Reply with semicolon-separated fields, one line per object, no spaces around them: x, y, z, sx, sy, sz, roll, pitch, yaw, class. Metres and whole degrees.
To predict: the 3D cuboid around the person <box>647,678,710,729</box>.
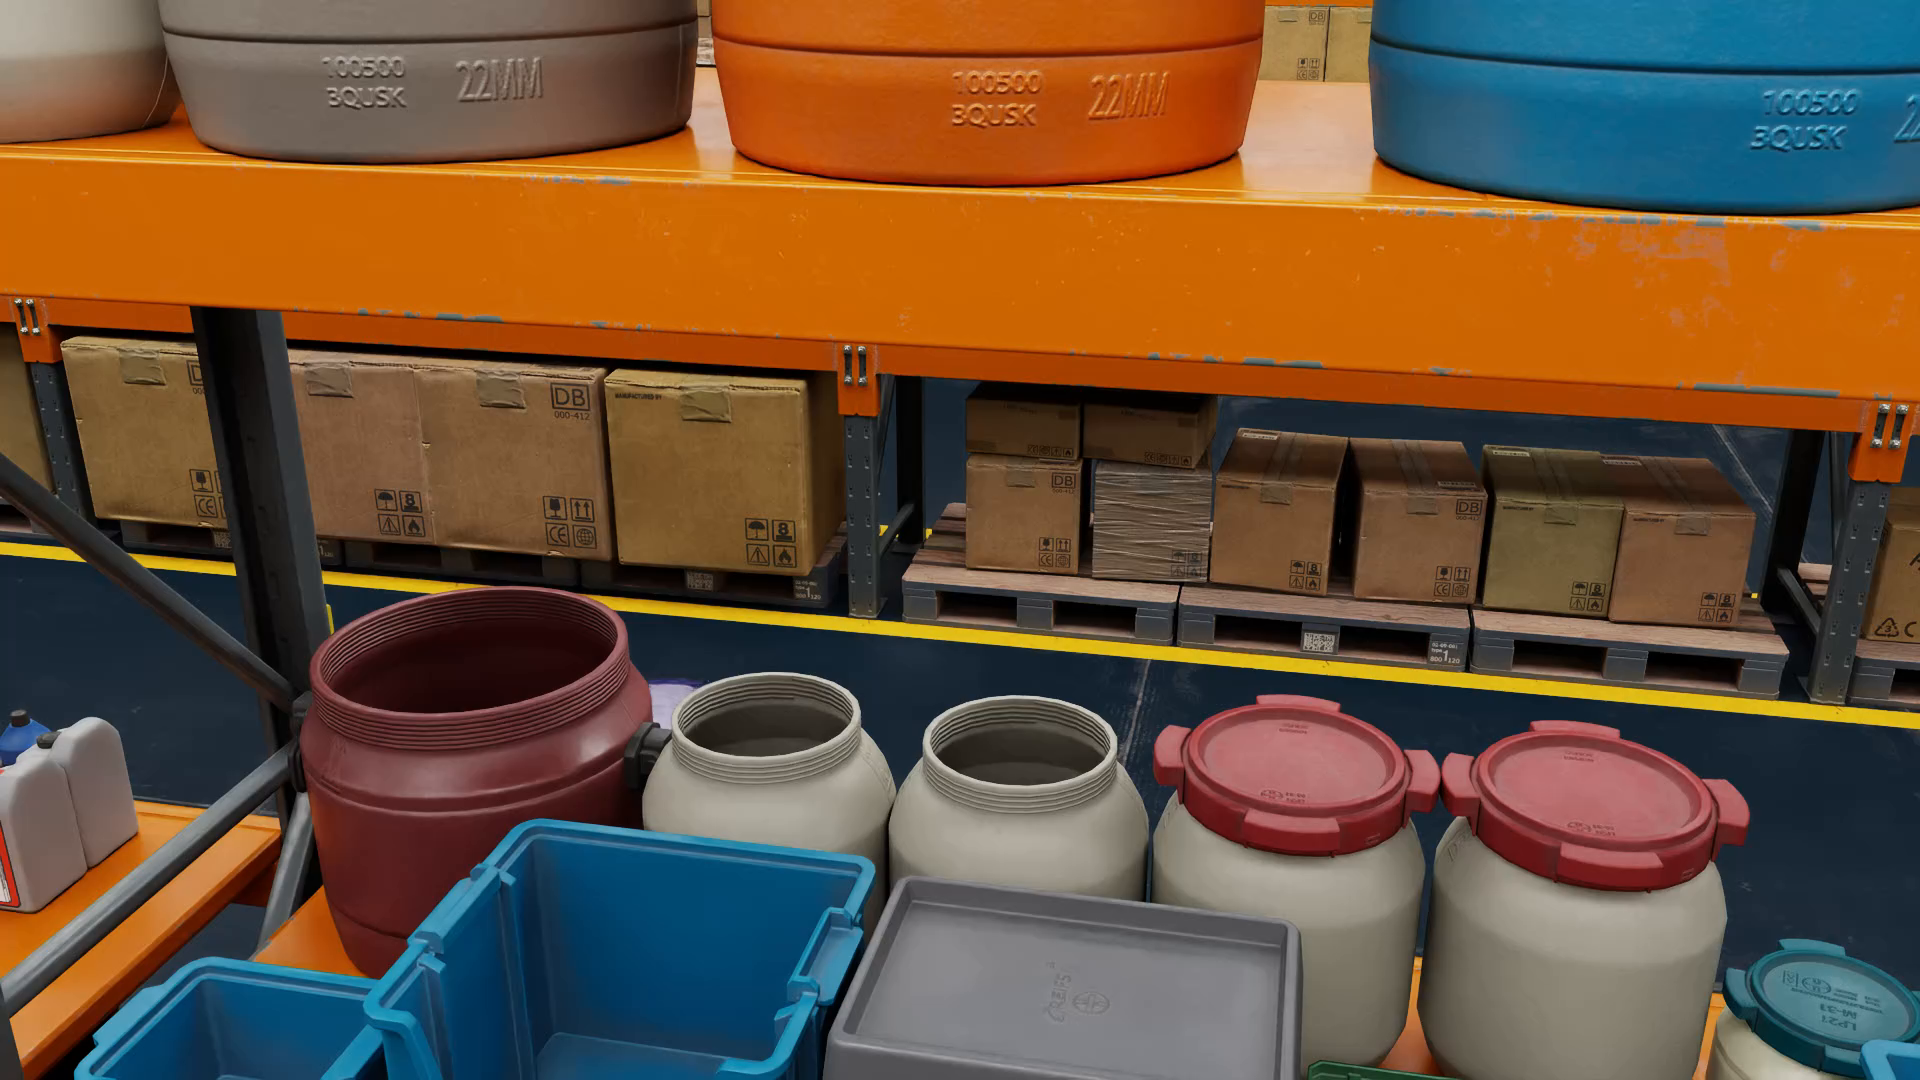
-0.952;0.836;5.271;0.506;0.745;0.889;4;22;10;person
